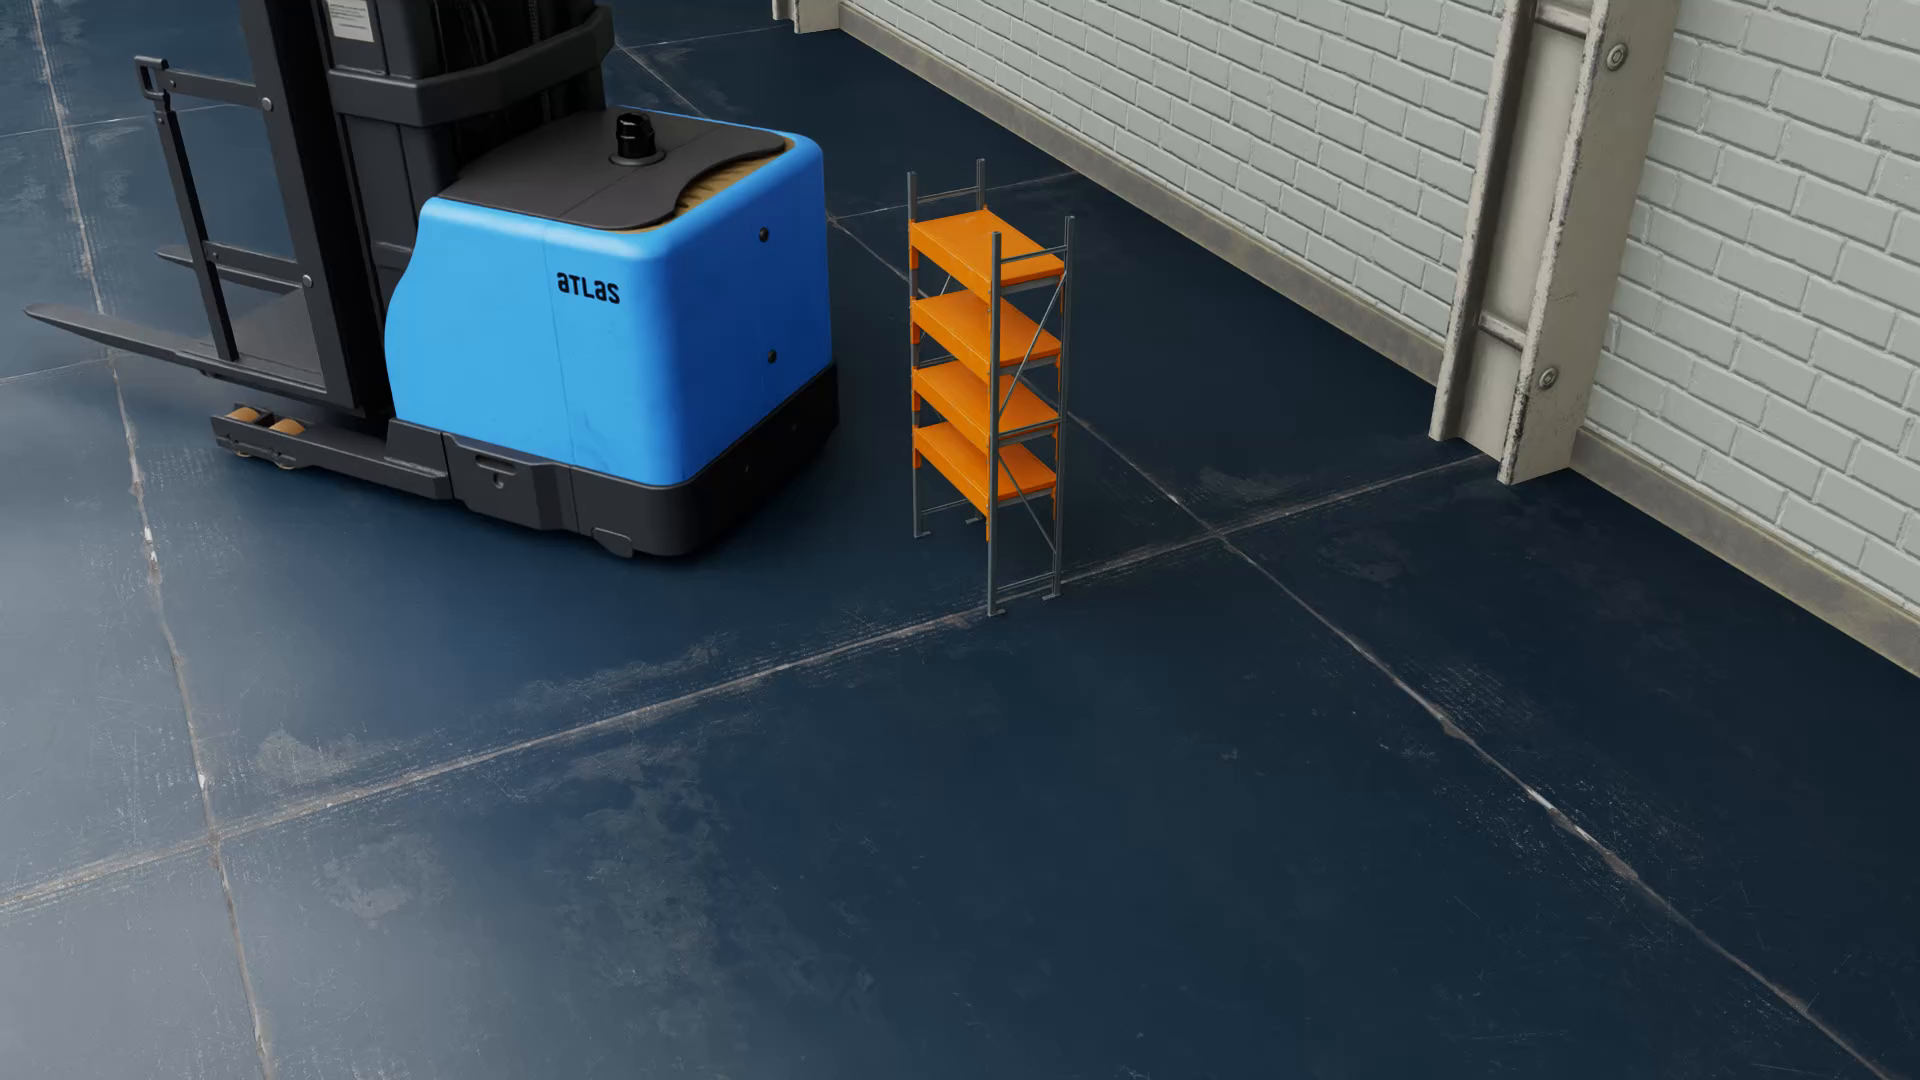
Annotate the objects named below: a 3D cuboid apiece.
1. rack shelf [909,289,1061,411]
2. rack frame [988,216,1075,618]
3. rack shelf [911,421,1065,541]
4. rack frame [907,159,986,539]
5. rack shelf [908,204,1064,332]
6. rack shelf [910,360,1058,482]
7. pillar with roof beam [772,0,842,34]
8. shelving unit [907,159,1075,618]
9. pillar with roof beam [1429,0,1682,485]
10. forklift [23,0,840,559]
[{"bbox_3d":[0.077,-0.558,4.719,0.258,0.148,0.480,-16,36,-23],"label":"rack shelf"},{"bbox_3d":[0.191,-0.310,4.621,0.240,1.200,0.015,-16,36,-23],"label":"rack frame"},{"bbox_3d":[0.077,-0.202,4.946,0.258,0.148,0.480,-16,36,-23],"label":"rack shelf"},{"bbox_3d":[-0.037,-0.543,4.985,0.240,1.200,0.015,-16,36,-23],"label":"rack frame"},{"bbox_3d":[0.077,-0.757,4.591,0.258,0.148,0.480,-16,36,-23],"label":"rack shelf"},{"bbox_3d":[0.077,-0.370,4.839,0.258,0.148,0.480,-16,36,-23],"label":"rack shelf"},{"bbox_3d":[-4.740,-5.883,6.091,9.100,9.000,0.400,-16,36,-23],"label":"pillar with roof beam"},{"bbox_3d":[0.077,-0.426,4.803,0.258,1.200,0.503,-16,36,-23],"label":"shelving unit"},{"bbox_3d":[-1.942,-3.020,1.622,9.100,9.000,0.400,-16,36,-23],"label":"pillar with roof beam"},{"bbox_3d":[-1.974,-1.712,5.206,3.031,2.935,1.130,14,35,21],"label":"forklift"}]
